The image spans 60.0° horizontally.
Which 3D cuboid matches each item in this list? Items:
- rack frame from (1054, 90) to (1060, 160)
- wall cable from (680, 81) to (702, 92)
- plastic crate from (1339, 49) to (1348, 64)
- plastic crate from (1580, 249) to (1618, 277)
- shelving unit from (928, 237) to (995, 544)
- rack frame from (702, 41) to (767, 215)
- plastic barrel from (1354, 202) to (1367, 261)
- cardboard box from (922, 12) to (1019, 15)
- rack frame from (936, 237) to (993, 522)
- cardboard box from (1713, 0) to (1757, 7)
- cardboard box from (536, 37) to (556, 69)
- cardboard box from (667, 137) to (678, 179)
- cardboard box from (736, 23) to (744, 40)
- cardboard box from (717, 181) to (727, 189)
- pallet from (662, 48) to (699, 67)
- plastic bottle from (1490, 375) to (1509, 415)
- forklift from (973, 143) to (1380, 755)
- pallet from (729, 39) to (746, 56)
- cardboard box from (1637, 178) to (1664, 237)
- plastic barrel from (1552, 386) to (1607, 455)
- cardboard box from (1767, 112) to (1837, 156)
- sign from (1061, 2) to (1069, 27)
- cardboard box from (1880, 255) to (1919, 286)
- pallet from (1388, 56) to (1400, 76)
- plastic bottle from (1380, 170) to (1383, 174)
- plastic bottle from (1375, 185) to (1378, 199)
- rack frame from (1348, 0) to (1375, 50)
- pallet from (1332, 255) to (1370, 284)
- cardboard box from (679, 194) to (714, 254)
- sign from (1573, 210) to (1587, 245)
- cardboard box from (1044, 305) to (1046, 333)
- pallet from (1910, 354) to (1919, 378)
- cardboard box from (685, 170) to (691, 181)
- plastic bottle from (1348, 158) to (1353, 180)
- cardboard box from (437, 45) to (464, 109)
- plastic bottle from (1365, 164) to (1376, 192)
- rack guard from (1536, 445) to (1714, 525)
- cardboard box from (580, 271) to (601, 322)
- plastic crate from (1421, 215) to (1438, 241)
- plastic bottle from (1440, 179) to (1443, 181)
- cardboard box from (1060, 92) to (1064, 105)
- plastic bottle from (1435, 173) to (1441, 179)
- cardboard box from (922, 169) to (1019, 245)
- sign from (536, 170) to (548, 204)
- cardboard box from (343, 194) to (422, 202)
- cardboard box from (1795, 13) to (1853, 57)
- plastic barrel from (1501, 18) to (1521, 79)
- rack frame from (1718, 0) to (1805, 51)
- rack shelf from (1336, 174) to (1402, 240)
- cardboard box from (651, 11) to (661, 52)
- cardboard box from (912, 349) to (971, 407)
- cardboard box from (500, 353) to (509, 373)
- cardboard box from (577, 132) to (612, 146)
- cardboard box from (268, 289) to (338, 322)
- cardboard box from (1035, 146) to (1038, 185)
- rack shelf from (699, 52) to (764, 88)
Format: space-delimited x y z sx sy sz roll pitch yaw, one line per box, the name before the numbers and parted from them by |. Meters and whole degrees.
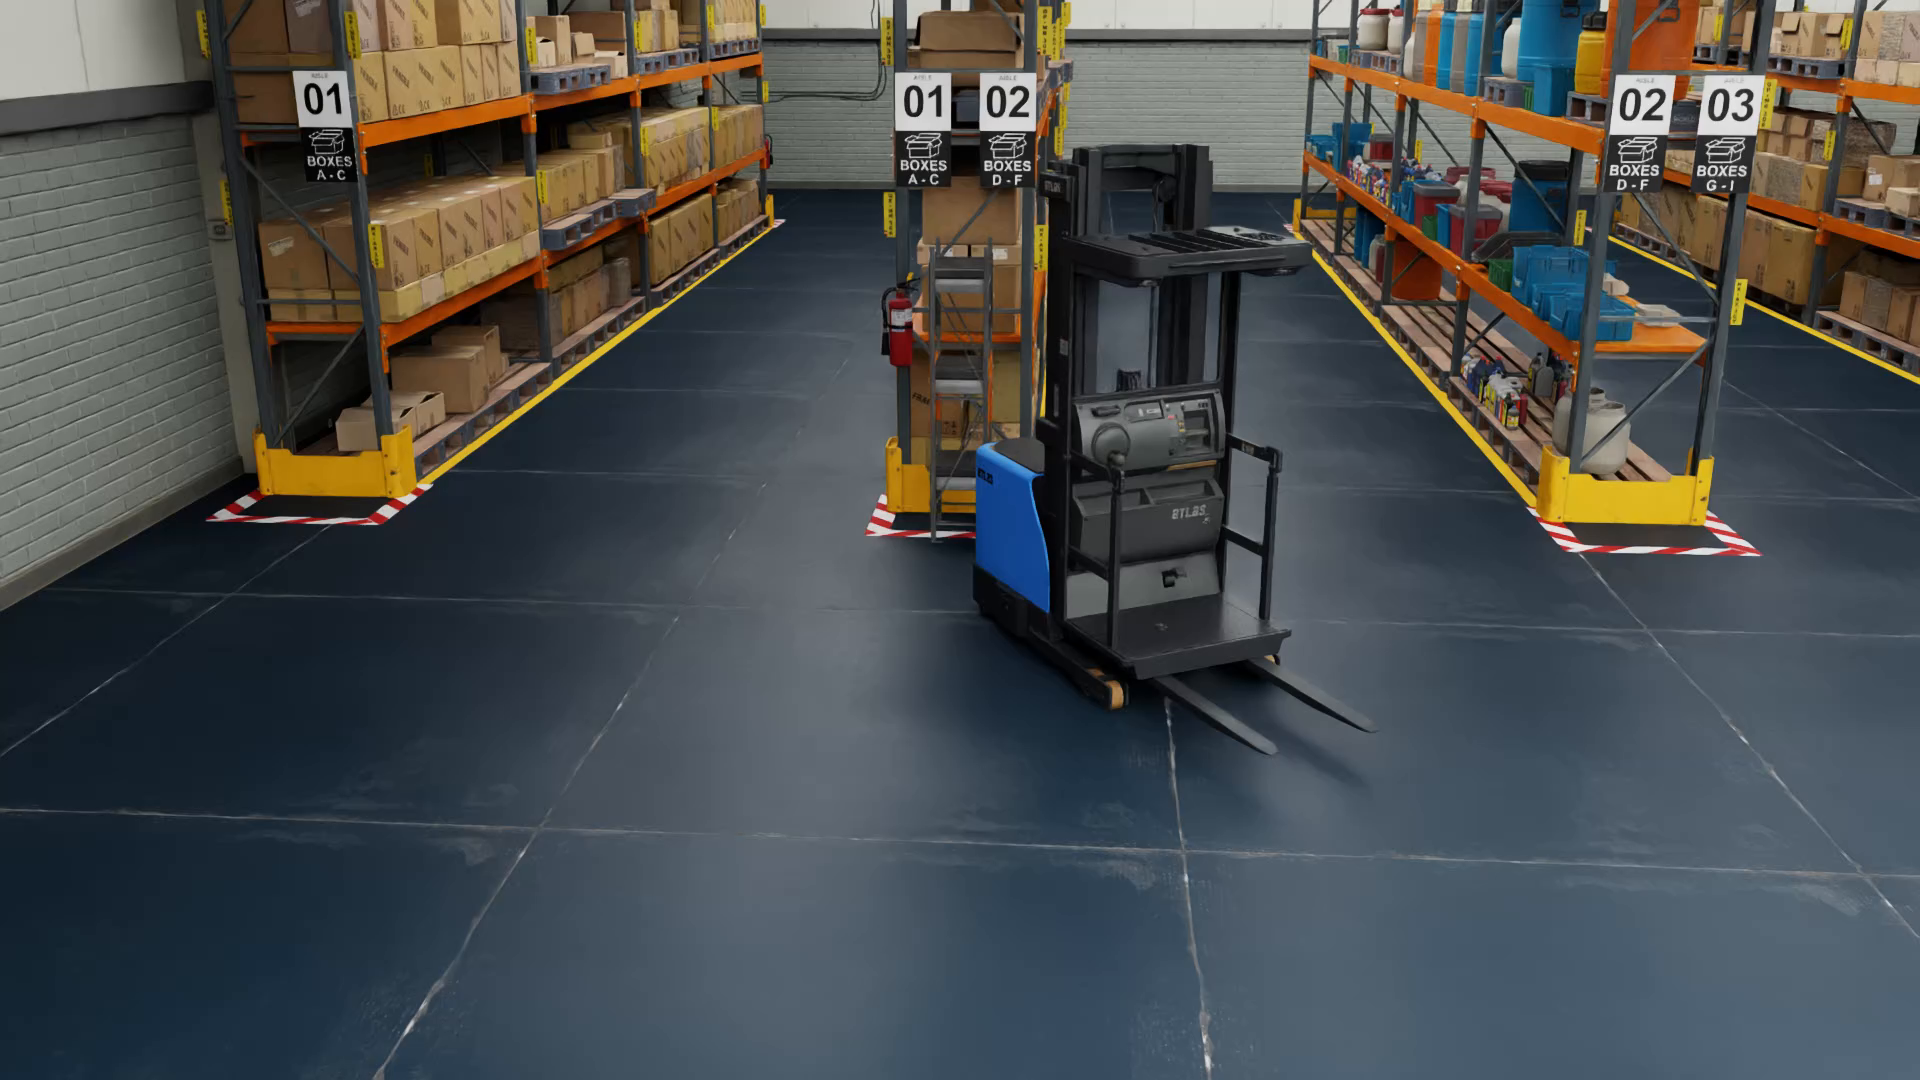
rack frame | 0.897 -5.412 23.623 1.000 3.000 0.127 1 18 4
wall cable | -4.609 -7.665 28.868 0.084 1.984 1.851 1 18 4
plastic crate | 5.566 -6.763 23.270 0.450 0.188 0.662 1 18 4
plastic crate | 5.455 -2.395 14.655 0.499 0.251 0.616 1 18 4
shelving unit | 0.012 -1.049 11.753 0.431 2.100 0.503 1 18 4
rack frame | -3.757 -6.764 27.748 1.000 3.000 0.127 1 18 4
plastic barrel | 5.781 -4.334 23.029 0.600 0.901 0.708 1 18 4
cardboard box | 0.080 -4.159 13.917 0.797 0.503 0.637 3 18 10
rack frame | 0.029 -1.125 11.984 0.400 2.100 0.015 1 18 4
cardboard box | 10.852 -7.558 23.155 0.500 0.250 0.500 0 18 0
cardboard box | -4.454 -4.979 16.952 0.500 0.311 0.500 2 18 6
cardboard box | -3.957 -4.939 21.509 0.500 0.500 0.500 1 18 4
cardboard box | -3.614 -7.808 25.524 0.500 0.250 0.500 1 18 2
cardboard box | -3.952 -5.672 26.715 0.380 0.149 0.250 1 18 4
pallet | -4.061 -6.570 22.647 0.805 0.209 1.217 1 18 2
plastic bottle | 4.735 -1.276 14.548 0.144 0.351 0.185 2 18 6
forklift | 1.160 -0.615 9.092 1.130 2.935 3.031 -8 20 -24
pallet | -3.885 -7.537 25.431 1.003 0.211 1.213 1 18 4
cardboard box | 11.033 -5.139 25.526 0.875 0.875 0.875 1 18 4
plastic barrel | 4.984 -0.953 13.334 0.421 0.512 0.421 0 18 0
cardboard box | 10.650 -5.109 20.927 0.797 0.503 0.637 2 18 6
sign | 1.451 -7.259 22.979 0.100 0.325 0.005 1 18 4
cardboard box | 10.445 -2.951 18.216 0.500 0.250 0.500 3 18 10
pallet | 5.703 -5.629 19.771 1.003 0.211 1.213 1 18 4
plastic bottle | 5.435 -4.645 21.489 0.097 0.271 0.097 0 18 0
plastic bottle | 5.232 -4.357 20.722 0.097 0.201 0.097 0 18 0
rack frame | 5.837 -8.151 22.348 1.000 3.000 0.127 1 18 4
pallet | 5.741 -3.737 22.987 1.003 0.211 1.213 1 18 4
cardboard box | -3.961 -4.495 23.601 0.750 0.750 0.750 1 18 5
sign | 5.812 -2.932 15.608 0.100 0.325 0.005 1 18 4
cardboard box | 0.602 -2.210 16.690 0.500 0.311 0.500 1 18 4
pallet | 10.258 -1.622 16.534 1.003 0.211 1.213 1 18 4
cardboard box | -3.888 -4.984 22.688 0.380 0.149 0.250 1 18 4
plastic bottle | 5.376 -5.099 22.855 0.061 0.283 0.133 1 18 4
cardboard box | -4.507 -3.870 13.905 0.500 0.500 0.500 2 18 7
plastic bottle | 5.312 -4.672 21.443 0.144 0.351 0.185 1 18 4
rack guard | 4.936 -0.410 12.372 1.175 0.500 0.348 1 18 4
cardboard box | -4.491 -2.763 18.847 0.700 0.500 0.500 1 18 4
plastic crate | 5.107 -3.262 17.402 0.450 0.188 0.662 1 18 4
plastic bottle | 5.912 -4.305 20.449 0.097 0.271 0.097 0 18 0
cardboard box | 1.321 -6.555 25.345 0.500 0.500 0.500 2 18 6
plastic bottle | 6.032 -4.488 20.989 0.061 0.283 0.133 1 18 4
cardboard box | 0.087 -2.510 12.523 0.700 0.500 0.500 1 18 4
sign | -4.076 -3.439 16.209 0.100 0.325 0.005 1 18 4
cardboard box | -4.968 -2.713 14.391 0.500 0.500 0.500 2 18 5
cardboard box | 10.437 -6.081 20.012 0.500 0.500 0.500 2 18 7
plastic barrel | 5.037 -4.365 14.754 0.421 0.512 0.421 0 18 0
rack frame | 10.778 -8.041 22.010 1.000 3.000 0.127 1 18 4
rack shelf | 5.694 -4.337 21.498 1.077 0.370 4.000 1 18 4
cardboard box | -4.292 -6.604 21.576 0.700 0.500 0.500 1 18 4
cardboard box | -0.164 -1.419 13.972 0.500 0.500 0.500 1 18 4
cardboard box | -4.626 -1.733 16.237 0.380 0.166 0.250 -1 18 -3
cardboard box | -4.326 -4.736 19.651 0.380 0.149 0.250 -1 18 -3
cardboard box | -5.064 -1.882 13.059 0.500 0.250 0.500 2 18 5
cardboard box | 0.543 -4.615 20.355 0.700 0.500 0.500 -5 19 -15
rack shelf | -3.901 -7.226 25.497 1.077 0.370 4.000 1 18 4
